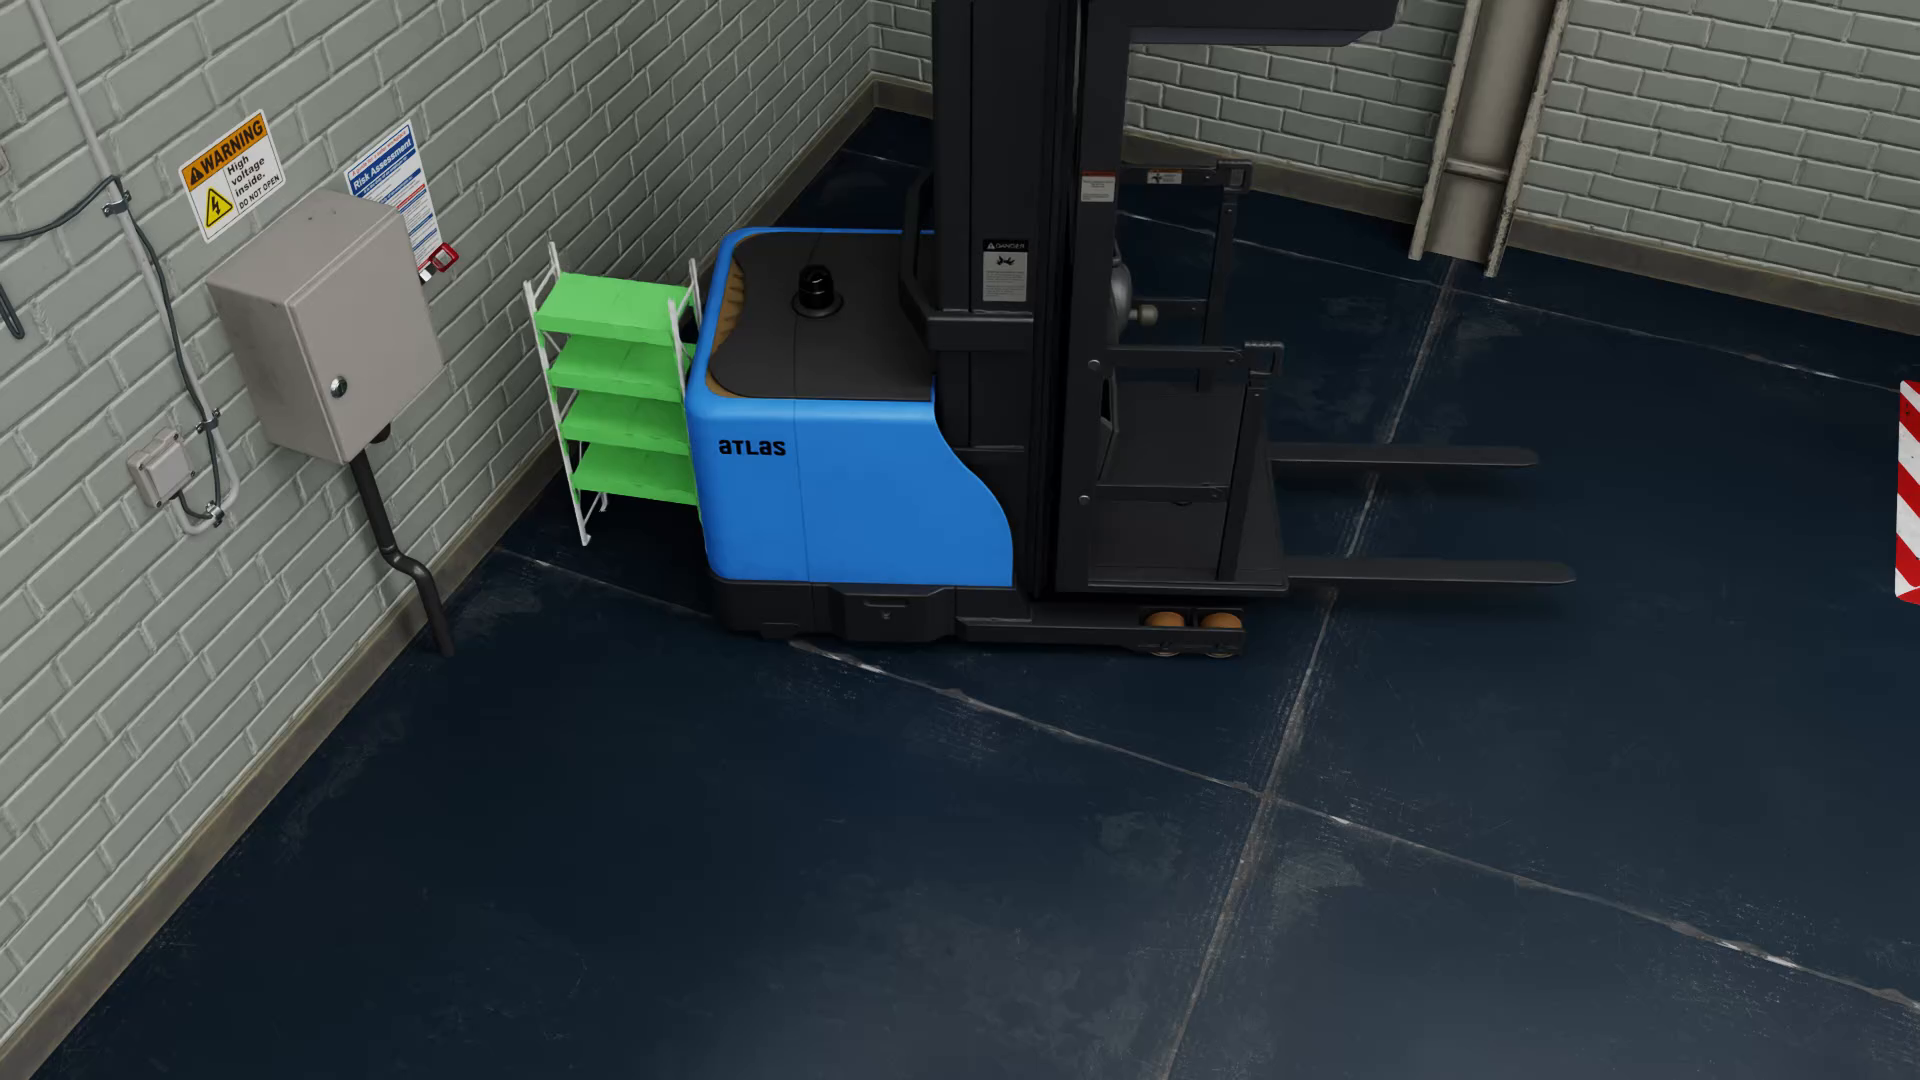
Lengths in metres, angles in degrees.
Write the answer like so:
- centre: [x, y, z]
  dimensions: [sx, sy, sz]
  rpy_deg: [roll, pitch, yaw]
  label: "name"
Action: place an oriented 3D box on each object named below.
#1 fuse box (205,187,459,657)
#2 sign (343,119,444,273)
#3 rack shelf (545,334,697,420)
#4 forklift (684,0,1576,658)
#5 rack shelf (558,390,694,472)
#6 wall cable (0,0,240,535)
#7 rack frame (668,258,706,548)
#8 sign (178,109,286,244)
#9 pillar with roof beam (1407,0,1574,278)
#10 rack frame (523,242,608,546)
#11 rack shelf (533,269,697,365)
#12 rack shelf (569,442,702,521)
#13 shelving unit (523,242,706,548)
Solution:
- centre: [-1.768, -0.224, 5.262]
  dimensions: [0.414, 1.711, 0.539]
  rpy_deg: [16, 47, 16]
  label: "fuse box"
- centre: [-1.769, -1.025, 5.221]
  dimensions: [0.001, 0.494, 0.329]
  rpy_deg: [16, 47, 16]
  label: "sign"
- centre: [-1.144, -0.577, 5.730]
  dimensions: [0.480, 0.148, 0.258]
  rpy_deg: [8, 45, 8]
  label: "rack shelf"
- centre: [0.646, -1.010, 5.187]
  dimensions: [3.031, 2.935, 1.130]
  rpy_deg: [1, 45, 1]
  label: "forklift"
- centre: [-1.144, -0.407, 5.899]
  dimensions: [0.480, 0.148, 0.258]
  rpy_deg: [8, 45, 8]
  label: "rack shelf"
- centre: [-2.176, -0.640, 4.046]
  dimensions: [0.122, 1.984, 0.588]
  rpy_deg: [16, 47, 16]
  label: "wall cable"
- centre: [-0.904, -0.419, 5.821]
  dimensions: [0.015, 1.200, 0.240]
  rpy_deg: [8, 45, 8]
  label: "rack frame"
- centre: [-1.980, -0.994, 4.537]
  dimensions: [0.001, 0.242, 0.339]
  rpy_deg: [16, 47, 16]
  label: "sign"
- centre: [0.611, -1.712, 1.591]
  dimensions: [0.400, 9.000, 9.100]
  rpy_deg: [16, 47, 16]
  label: "pillar with roof beam"
- centre: [-1.383, -0.486, 5.888]
  dimensions: [0.015, 1.200, 0.240]
  rpy_deg: [8, 45, 8]
  label: "rack frame"
- centre: [-1.144, -0.748, 5.561]
  dimensions: [0.480, 0.148, 0.258]
  rpy_deg: [8, 45, 8]
  label: "rack shelf"
- centre: [-1.144, -0.237, 6.069]
  dimensions: [0.480, 0.148, 0.258]
  rpy_deg: [8, 45, 8]
  label: "rack shelf"
- centre: [-1.144, -0.453, 5.854]
  dimensions: [0.503, 1.200, 0.258]
  rpy_deg: [8, 45, 8]
  label: "shelving unit"
